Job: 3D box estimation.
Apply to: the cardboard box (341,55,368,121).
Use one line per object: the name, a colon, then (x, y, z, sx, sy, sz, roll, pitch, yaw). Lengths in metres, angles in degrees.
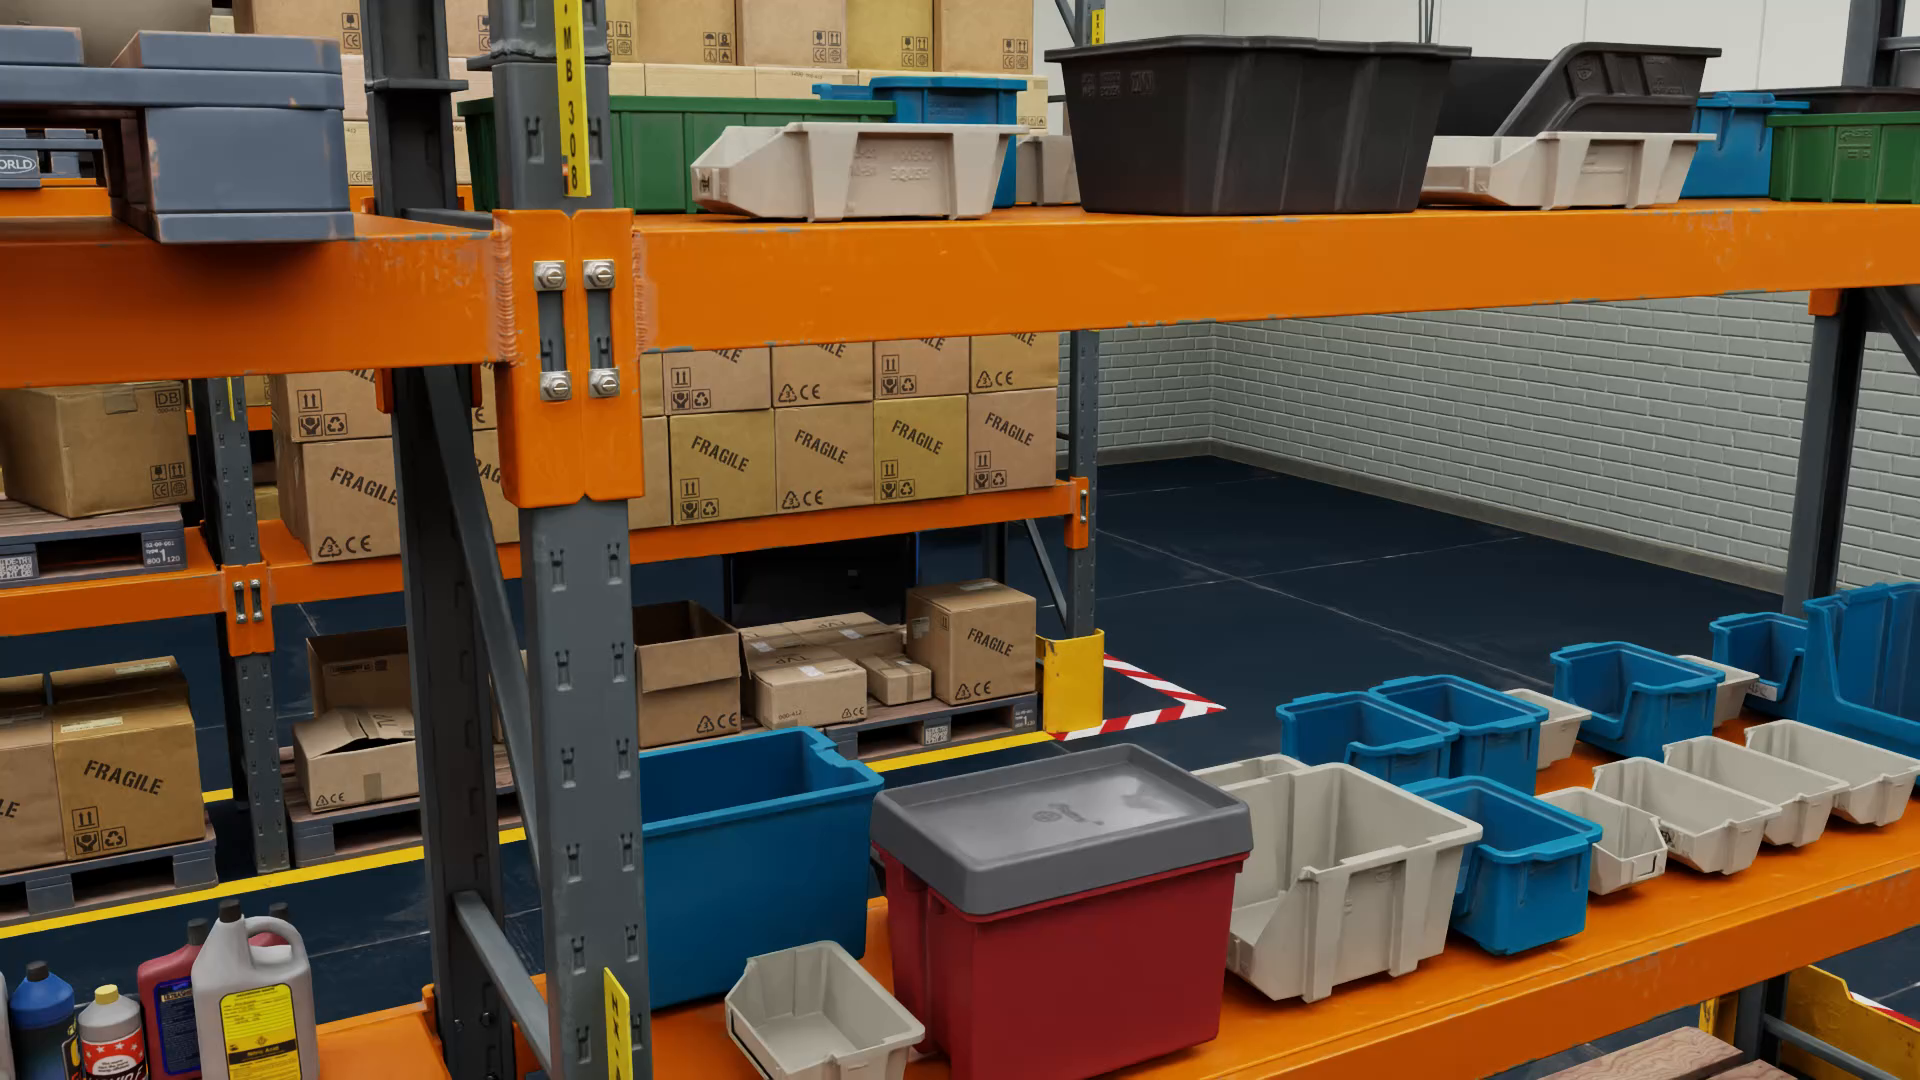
cardboard box: (-2.552, -1.807, 6.678, 0.500, 0.250, 0.500, -7, 14, -28)

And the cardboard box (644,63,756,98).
cardboard box: (-1.230, -1.963, 7.371, 0.500, 0.250, 0.500, -7, 14, -28)

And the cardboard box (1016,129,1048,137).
cardboard box: (0.089, -1.876, 8.122, 0.500, 0.250, 0.500, -7, 14, -28)

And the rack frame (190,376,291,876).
rack frame: (-3.097, -0.170, 7.031, 0.127, 3.000, 1.000, -7, 14, -28)

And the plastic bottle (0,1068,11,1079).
plastic bottle: (-1.561, 0.918, 2.650, 0.097, 0.201, 0.097, 0, 13, 0)

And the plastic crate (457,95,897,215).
plastic crate: (-0.500, -0.678, 2.938, 0.662, 0.188, 0.450, -7, 14, -28)

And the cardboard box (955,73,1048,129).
cardboard box: (0.085, -2.121, 8.075, 0.500, 0.250, 0.500, -7, 14, -28)

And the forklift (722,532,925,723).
forklift: (-0.803, -0.656, 9.350, 1.130, 2.935, 3.031, 0, 13, 1)

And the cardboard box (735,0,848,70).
cardboard box: (-0.897, -2.424, 7.710, 0.500, 0.500, 0.700, -7, 14, -28)

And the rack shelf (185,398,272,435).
rack shelf: (-3.719, -0.983, 12.285, 4.000, 0.370, 1.077, -7, 14, -28)

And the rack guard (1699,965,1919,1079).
rack guard: (2.798, 1.579, 4.954, 0.348, 0.500, 1.175, -7, 14, -28)

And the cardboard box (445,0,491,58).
cardboard box: (-2.182, -2.253, 6.953, 0.500, 0.500, 0.700, -7, 14, -28)

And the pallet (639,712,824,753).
pallet: (-1.422, 0.990, 8.232, 1.213, 0.211, 1.003, -7, 14, -28)

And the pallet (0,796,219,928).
pallet: (-3.793, 1.284, 6.925, 1.213, 0.211, 1.003, -7, 14, -28)

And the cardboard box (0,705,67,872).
cardboard box: (-3.831, 0.993, 6.557, 0.500, 0.500, 0.500, -7, 14, -28)

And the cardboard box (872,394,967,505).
cardboard box: (-0.303, -0.484, 8.202, 0.500, 0.500, 0.500, -7, 14, -27)

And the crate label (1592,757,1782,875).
crate label: (1.660, 0.646, 3.869, 0.243, 0.136, 0.396, -7, 14, -28)

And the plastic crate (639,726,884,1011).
plastic crate: (-0.481, 0.649, 3.293, 0.575, 0.384, 0.392, -7, 14, -28)

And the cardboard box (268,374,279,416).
cardboard box: (-2.778, -0.809, 7.368, 0.500, 0.500, 0.500, -7, 14, -28)

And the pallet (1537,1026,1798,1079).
pallet: (2.041, 1.804, 4.611, 1.213, 0.211, 1.003, -7, 14, -28)

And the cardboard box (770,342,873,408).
cardboard box: (-0.741, -0.918, 7.853, 0.500, 0.500, 0.500, -6, 14, -26)

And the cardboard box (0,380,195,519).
cardboard box: (-3.620, -0.417, 6.944, 0.700, 0.500, 0.500, 11, 17, 41)

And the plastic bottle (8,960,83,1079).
plastic bottle: (-1.549, 0.844, 2.818, 0.097, 0.271, 0.097, 0, 13, 0)

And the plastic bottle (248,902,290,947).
plastic bottle: (-1.254, 0.799, 2.994, 0.133, 0.283, 0.061, -7, 14, -28)

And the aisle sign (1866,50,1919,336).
aisle sign: (2.704, -0.969, 4.660, 0.004, 0.787, 0.394, -7, 14, -28)

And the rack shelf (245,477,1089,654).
rack shelf: (-1.342, -0.029, 8.045, 4.000, 0.370, 1.077, -7, 14, -28)

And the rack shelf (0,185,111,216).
rack shelf: (-4.853, -1.072, 5.846, 4.000, 0.370, 1.077, -7, 14, -28)

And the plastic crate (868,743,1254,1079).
plastic crate: (0.177, 0.679, 2.977, 0.583, 0.464, 0.402, -7, 14, -28)

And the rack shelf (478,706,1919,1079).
rack shelf: (1.028, 0.926, 3.802, 4.000, 0.370, 1.077, -7, 14, -28)

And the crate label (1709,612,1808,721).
crate label: (2.409, 0.379, 4.836, 0.303, 0.233, 0.416, -7, 14, -28)

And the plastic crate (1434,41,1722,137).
plastic crate: (1.311, -0.961, 3.856, 0.767, 0.338, 0.504, -7, 14, -28)

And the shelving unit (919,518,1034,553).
shelving unit: (0.006, -0.549, 12.989, 1.048, 1.125, 0.538, -7, 14, -28)

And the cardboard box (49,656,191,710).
cardboard box: (-3.639, 0.839, 7.240, 0.500, 0.500, 0.500, -8, 15, -30)

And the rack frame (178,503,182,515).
rack frame: (-5.474, -1.124, 11.271, 0.127, 3.000, 1.000, -7, 14, -28)

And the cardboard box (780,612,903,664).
cardboard box: (-0.639, 0.592, 8.910, 0.500, 0.250, 0.500, -7, 14, -28)

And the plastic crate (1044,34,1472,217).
plastic crate: (0.494, -0.692, 2.819, 0.590, 0.269, 0.497, -7, 14, -28)

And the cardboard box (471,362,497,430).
cardboard box: (-2.096, -0.756, 7.131, 0.500, 0.500, 0.500, -7, 15, -30)

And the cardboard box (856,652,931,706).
cardboard box: (-0.344, 0.707, 8.586, 0.250, 0.166, 0.380, -7, 14, -28)

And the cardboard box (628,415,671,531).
cardboard box: (-1.631, -0.326, 7.499, 0.500, 0.500, 0.500, -7, 14, -28)

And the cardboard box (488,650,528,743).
cardboard box: (-2.075, 0.734, 8.138, 0.500, 0.311, 0.500, -7, 14, -28)

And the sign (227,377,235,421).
sign: (-2.828, -0.628, 6.430, 0.005, 0.325, 0.100, -7, 14, -28)

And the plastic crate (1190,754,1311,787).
plastic crate: (0.657, 0.644, 3.881, 0.466, 0.136, 0.293, -7, 14, -28)

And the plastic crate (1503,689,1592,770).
plastic crate: (1.493, 0.516, 4.450, 0.298, 0.136, 0.250, -7, 14, -28)

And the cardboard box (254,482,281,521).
cardboard box: (-4.769, -0.168, 11.761, 0.500, 0.500, 0.700, -7, 14, -27)

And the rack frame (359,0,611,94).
rack frame: (-0.727, -2.141, 2.129, 0.127, 3.000, 1.000, -7, 14, -28)
